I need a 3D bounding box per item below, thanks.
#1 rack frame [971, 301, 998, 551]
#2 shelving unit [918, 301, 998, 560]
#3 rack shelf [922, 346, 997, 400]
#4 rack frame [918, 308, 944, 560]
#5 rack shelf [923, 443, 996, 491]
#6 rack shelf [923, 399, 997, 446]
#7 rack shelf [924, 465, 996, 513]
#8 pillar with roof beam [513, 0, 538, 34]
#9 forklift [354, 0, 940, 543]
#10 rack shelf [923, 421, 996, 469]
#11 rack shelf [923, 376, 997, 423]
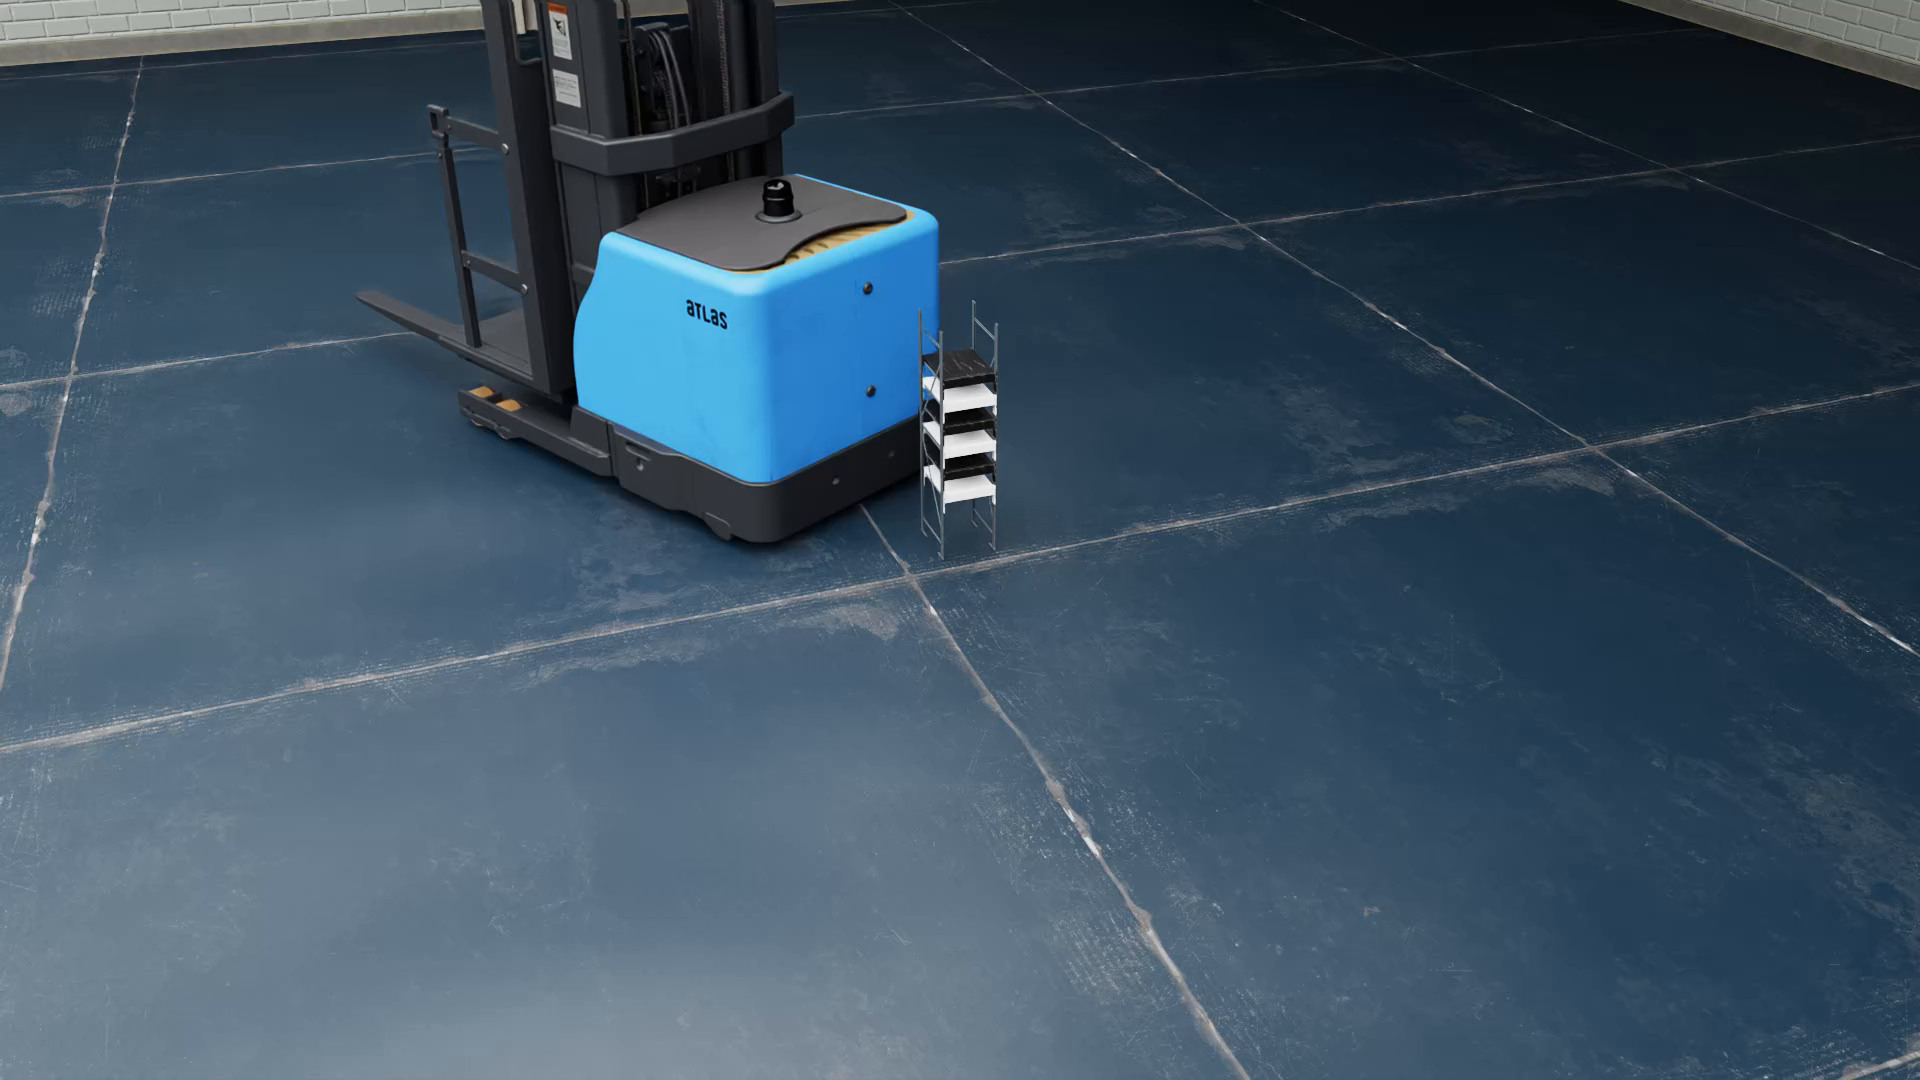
[{"bbox_3d":[0.088,-0.407,6.056,0.006,0.900,0.240,-10,31,-18],"label":"rack frame"},{"bbox_3d":[-0.008,-0.390,6.025,0.210,0.900,0.258,-10,31,-18],"label":"shelving unit"},{"bbox_3d":[-0.008,-0.595,5.908,0.200,0.077,0.258,-10,31,-18],"label":"rack shelf"},{"bbox_3d":[-0.103,-0.372,5.994,0.006,0.900,0.240,-10,31,-18],"label":"rack frame"},{"bbox_3d":[-0.008,-0.282,6.086,0.200,0.077,0.258,-10,31,-18],"label":"rack shelf"},{"bbox_3d":[-0.008,-0.439,5.997,0.200,0.077,0.258,-10,31,-18],"label":"rack shelf"},{"bbox_3d":[-0.008,-0.204,6.130,0.200,0.077,0.258,-10,31,-18],"label":"rack shelf"},{"bbox_3d":[-1.930,-6.103,7.871,0.400,9.000,9.100,-10,31,-18],"label":"pillar with roof beam"},{"bbox_3d":[-1.501,-1.868,6.569,3.031,2.935,1.130,24,37,35],"label":"forklift"},{"bbox_3d":[-0.008,-0.361,6.041,0.200,0.077,0.258,-10,31,-18],"label":"rack shelf"},{"bbox_3d":[-0.008,-0.517,5.952,0.200,0.077,0.258,-10,31,-18],"label":"rack shelf"}]
